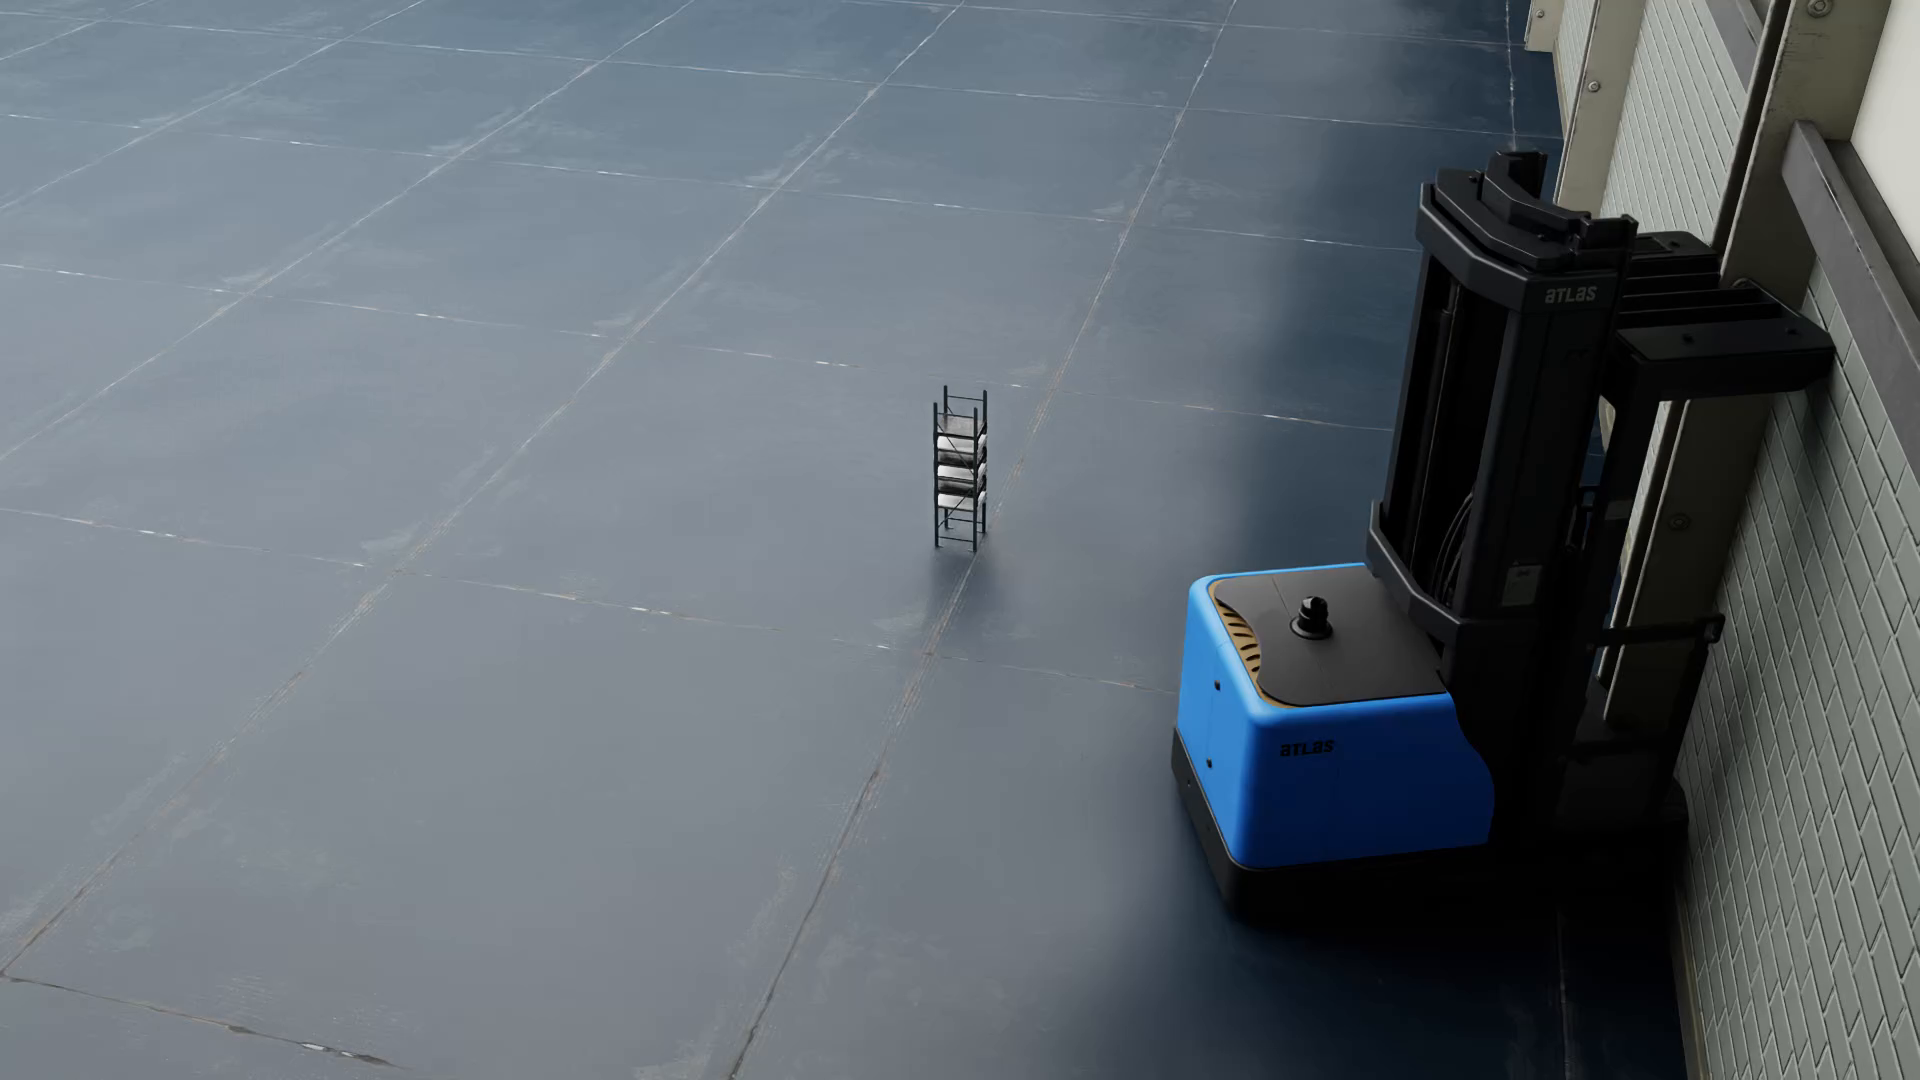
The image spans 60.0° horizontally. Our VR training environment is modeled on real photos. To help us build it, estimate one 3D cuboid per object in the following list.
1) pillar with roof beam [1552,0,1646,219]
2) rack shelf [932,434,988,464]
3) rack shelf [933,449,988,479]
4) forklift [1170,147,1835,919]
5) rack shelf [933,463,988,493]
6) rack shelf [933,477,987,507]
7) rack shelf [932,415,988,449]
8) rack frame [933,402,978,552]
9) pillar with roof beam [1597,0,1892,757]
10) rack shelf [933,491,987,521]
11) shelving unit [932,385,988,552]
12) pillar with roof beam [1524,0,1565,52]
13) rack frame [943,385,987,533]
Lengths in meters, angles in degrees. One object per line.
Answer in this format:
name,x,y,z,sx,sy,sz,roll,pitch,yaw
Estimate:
pillar with roof beam,0.415,-6.468,11.106,9.100,9.000,0.400,8,33,12
rack shelf,0.002,-0.508,9.006,0.258,0.077,0.200,8,33,12
rack shelf,0.002,-0.432,9.055,0.258,0.077,0.200,8,33,12
forklift,2.520,-0.041,6.653,3.031,2.935,1.130,-5,33,-7
rack shelf,0.002,-0.356,9.103,0.258,0.077,0.200,8,33,12
rack shelf,0.002,-0.280,9.151,0.258,0.077,0.200,8,33,12
rack shelf,0.002,-0.584,8.958,0.258,0.077,0.200,8,33,12
rack frame,-0.024,-0.331,9.002,0.240,0.900,0.006,8,33,12
pillar with roof beam,-1.107,-3.354,6.208,9.100,9.000,0.400,8,33,12
rack shelf,0.002,-0.204,9.199,0.258,0.077,0.200,8,33,12
shelving unit,0.002,-0.384,9.085,0.258,0.900,0.210,8,33,12
pillar with roof beam,1.938,-9.581,16.003,9.100,9.000,0.400,8,33,12
rack frame,0.028,-0.437,9.168,0.240,0.900,0.006,8,33,12
